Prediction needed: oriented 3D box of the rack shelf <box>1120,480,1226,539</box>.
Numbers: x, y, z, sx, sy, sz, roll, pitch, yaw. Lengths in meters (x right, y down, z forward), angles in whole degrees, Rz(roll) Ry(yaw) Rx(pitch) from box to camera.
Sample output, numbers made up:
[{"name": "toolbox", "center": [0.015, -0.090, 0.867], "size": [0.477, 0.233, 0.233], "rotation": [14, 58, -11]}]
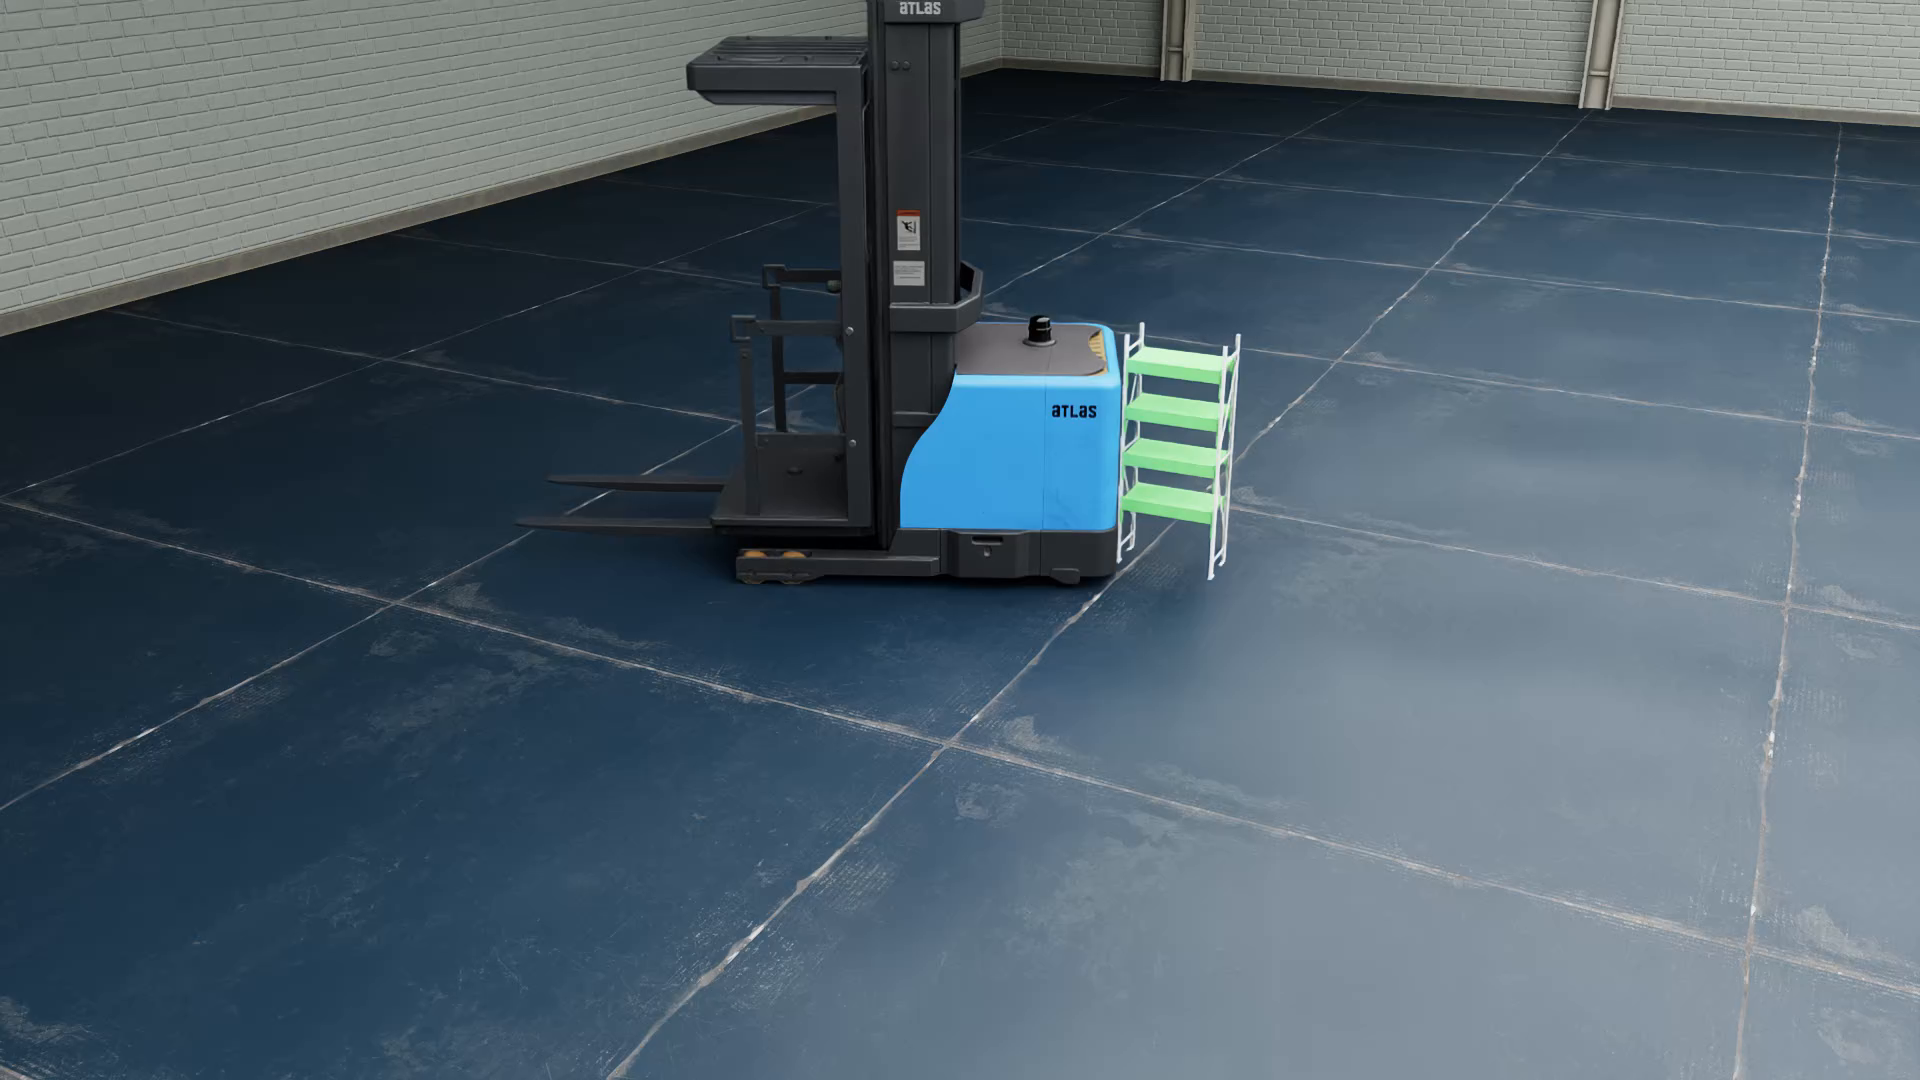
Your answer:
[{"name": "rack shelf", "center": [1.073, -0.157, 8.363], "size": [0.480, 0.148, 0.258], "rotation": [10, 25, 23]}]

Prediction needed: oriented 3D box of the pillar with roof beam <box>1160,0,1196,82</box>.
[{"name": "pillar with roof beam", "center": [1.310, -9.562, 19.735], "size": [0.400, 9.000, 9.100], "rotation": [11, 25, 25]}]

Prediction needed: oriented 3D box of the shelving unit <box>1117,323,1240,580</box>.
[{"name": "shelving unit", "center": [1.073, -0.437, 8.244], "size": [0.503, 1.200, 0.258], "rotation": [10, 25, 23]}]

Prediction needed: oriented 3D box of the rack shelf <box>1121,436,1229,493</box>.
[{"name": "rack shelf", "center": [1.073, -0.378, 8.269], "size": [0.480, 0.148, 0.258], "rotation": [10, 25, 23]}]

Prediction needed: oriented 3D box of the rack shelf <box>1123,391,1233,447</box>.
[{"name": "rack shelf", "center": [1.073, -0.599, 8.175], "size": [0.480, 0.148, 0.258], "rotation": [10, 25, 23]}]

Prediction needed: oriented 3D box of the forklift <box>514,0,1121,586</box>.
[{"name": "forklift", "center": [-0.722, -1.330, 8.132], "size": [3.031, 2.935, 1.130], "rotation": [1, 23, 2]}]

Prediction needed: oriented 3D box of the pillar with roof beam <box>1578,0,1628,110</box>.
[{"name": "pillar with roof beam", "center": [6.664, -8.502, 17.243], "size": [0.400, 9.000, 9.100], "rotation": [11, 25, 25]}]

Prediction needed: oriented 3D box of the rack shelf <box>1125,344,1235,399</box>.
[{"name": "rack shelf", "center": [1.073, -0.820, 8.081], "size": [0.480, 0.148, 0.258], "rotation": [10, 25, 23]}]

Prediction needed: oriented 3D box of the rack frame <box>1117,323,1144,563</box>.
[{"name": "rack frame", "center": [0.852, -0.477, 8.338], "size": [0.015, 1.200, 0.240], "rotation": [10, 25, 23]}]

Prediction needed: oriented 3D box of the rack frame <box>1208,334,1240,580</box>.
[{"name": "rack frame", "center": [1.295, -0.397, 8.150], "size": [0.015, 1.200, 0.240], "rotation": [10, 25, 23]}]
